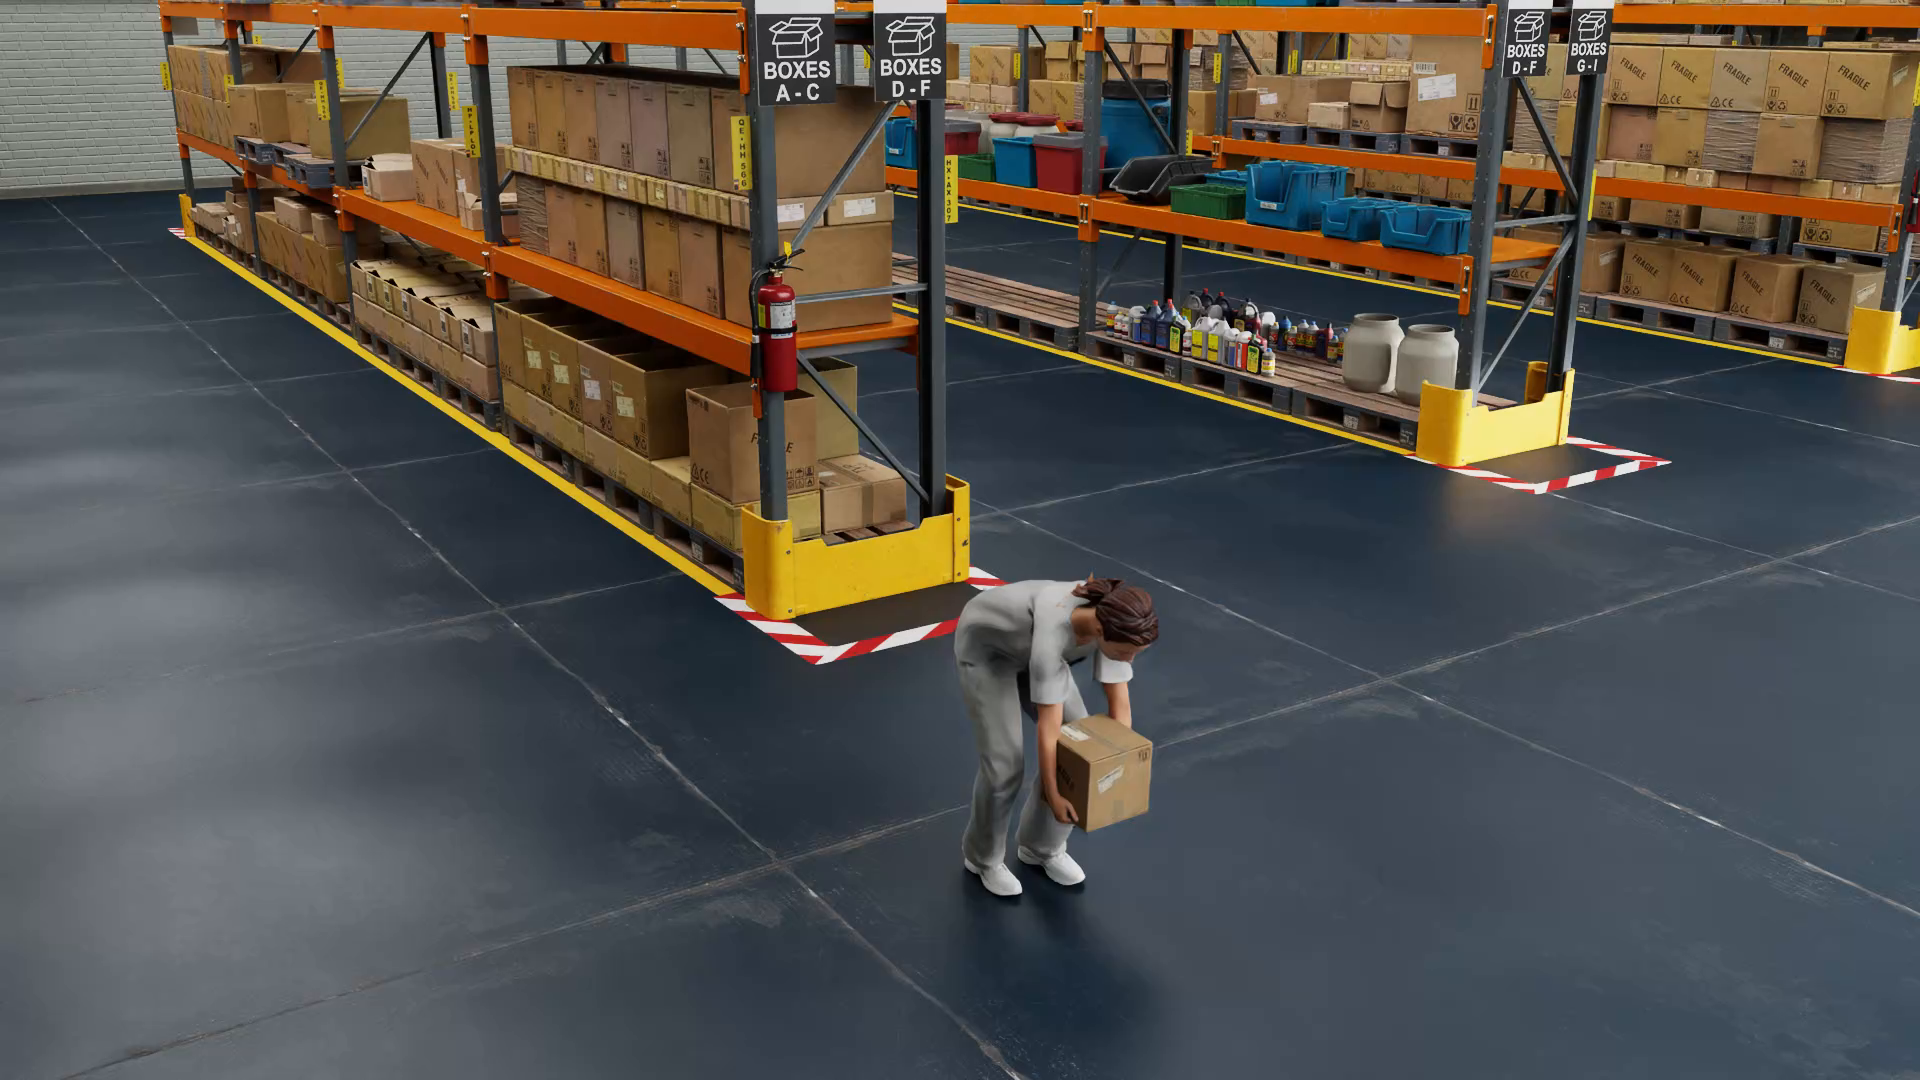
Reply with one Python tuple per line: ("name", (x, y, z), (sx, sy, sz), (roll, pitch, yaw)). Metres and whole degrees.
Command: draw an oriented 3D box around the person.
("person", (0.311, 0.631, 5.418), (0.429, 1.190, 0.843), (-13, 22, -33))
